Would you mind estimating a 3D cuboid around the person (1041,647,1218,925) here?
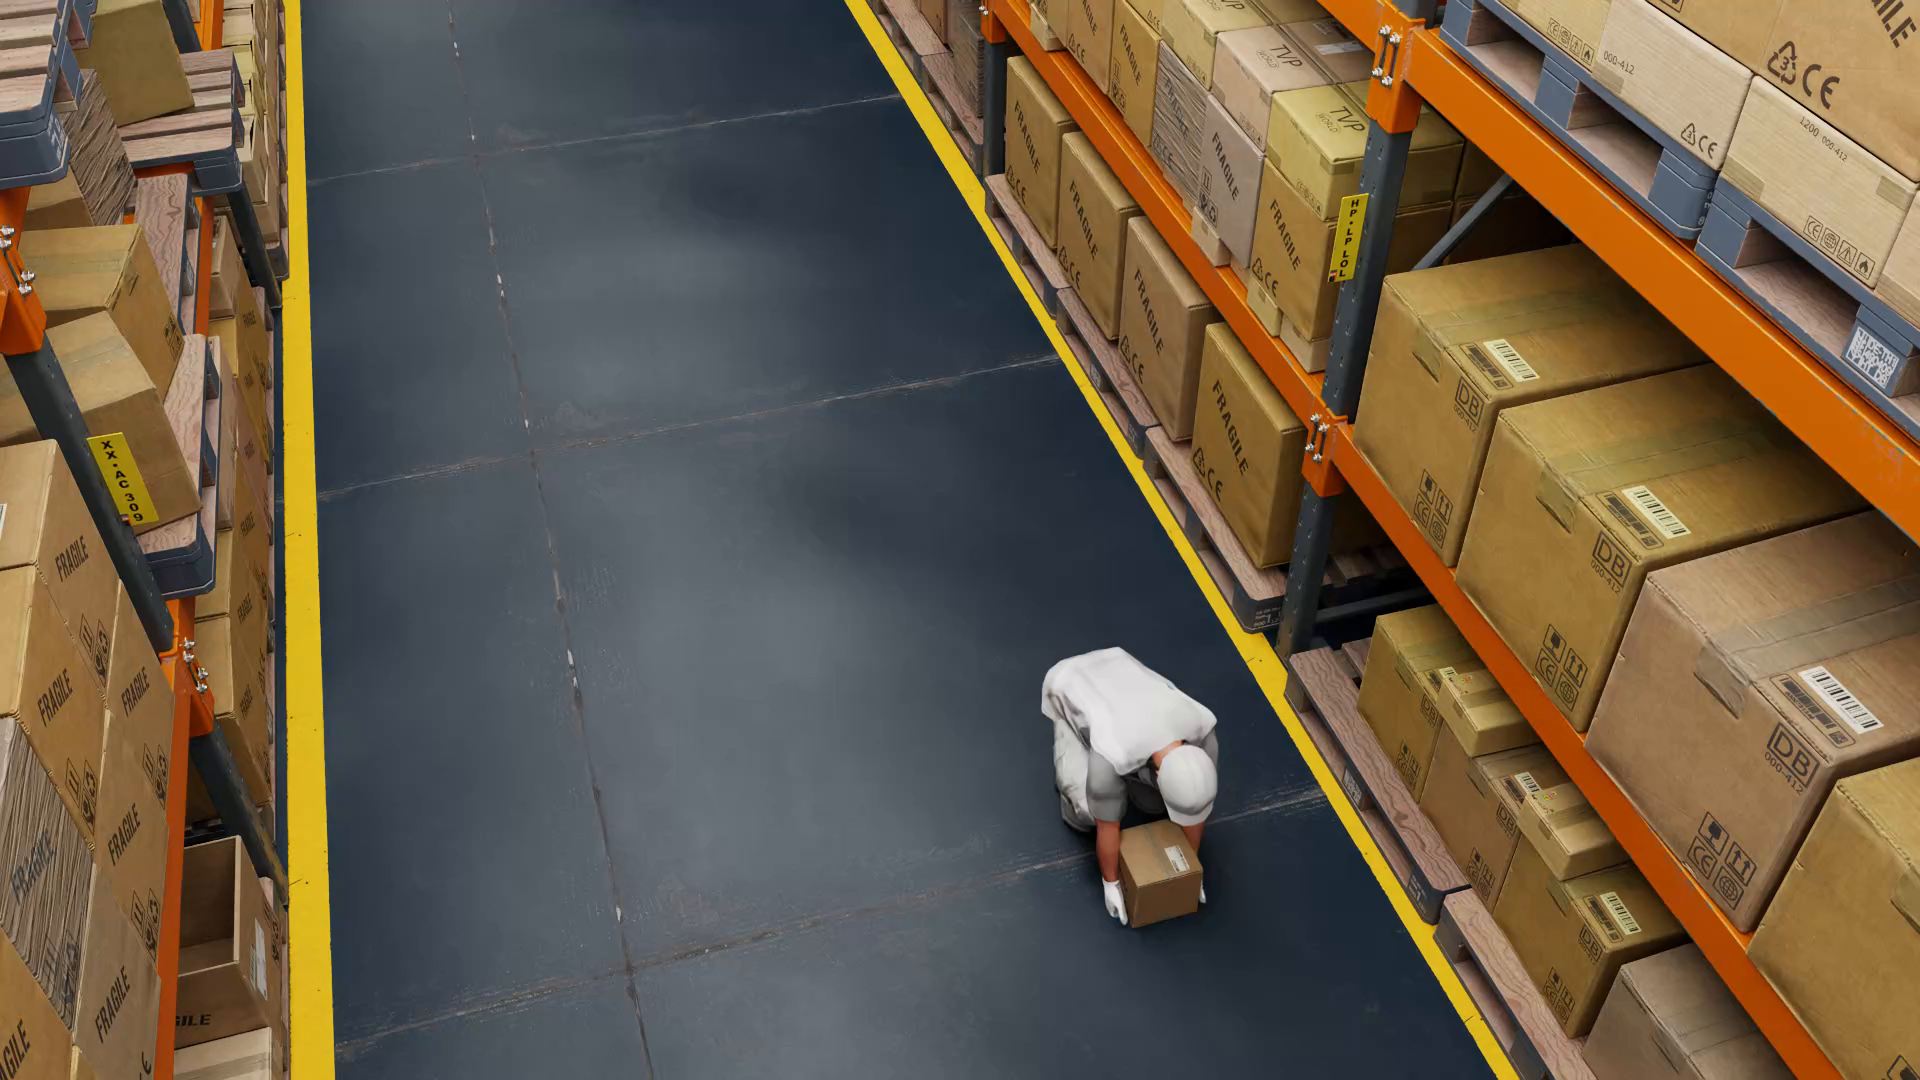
[{"bbox_3d":[0.619,0.834,6.036,0.537,0.874,0.925,-12,43,-13],"label":"person"}]
